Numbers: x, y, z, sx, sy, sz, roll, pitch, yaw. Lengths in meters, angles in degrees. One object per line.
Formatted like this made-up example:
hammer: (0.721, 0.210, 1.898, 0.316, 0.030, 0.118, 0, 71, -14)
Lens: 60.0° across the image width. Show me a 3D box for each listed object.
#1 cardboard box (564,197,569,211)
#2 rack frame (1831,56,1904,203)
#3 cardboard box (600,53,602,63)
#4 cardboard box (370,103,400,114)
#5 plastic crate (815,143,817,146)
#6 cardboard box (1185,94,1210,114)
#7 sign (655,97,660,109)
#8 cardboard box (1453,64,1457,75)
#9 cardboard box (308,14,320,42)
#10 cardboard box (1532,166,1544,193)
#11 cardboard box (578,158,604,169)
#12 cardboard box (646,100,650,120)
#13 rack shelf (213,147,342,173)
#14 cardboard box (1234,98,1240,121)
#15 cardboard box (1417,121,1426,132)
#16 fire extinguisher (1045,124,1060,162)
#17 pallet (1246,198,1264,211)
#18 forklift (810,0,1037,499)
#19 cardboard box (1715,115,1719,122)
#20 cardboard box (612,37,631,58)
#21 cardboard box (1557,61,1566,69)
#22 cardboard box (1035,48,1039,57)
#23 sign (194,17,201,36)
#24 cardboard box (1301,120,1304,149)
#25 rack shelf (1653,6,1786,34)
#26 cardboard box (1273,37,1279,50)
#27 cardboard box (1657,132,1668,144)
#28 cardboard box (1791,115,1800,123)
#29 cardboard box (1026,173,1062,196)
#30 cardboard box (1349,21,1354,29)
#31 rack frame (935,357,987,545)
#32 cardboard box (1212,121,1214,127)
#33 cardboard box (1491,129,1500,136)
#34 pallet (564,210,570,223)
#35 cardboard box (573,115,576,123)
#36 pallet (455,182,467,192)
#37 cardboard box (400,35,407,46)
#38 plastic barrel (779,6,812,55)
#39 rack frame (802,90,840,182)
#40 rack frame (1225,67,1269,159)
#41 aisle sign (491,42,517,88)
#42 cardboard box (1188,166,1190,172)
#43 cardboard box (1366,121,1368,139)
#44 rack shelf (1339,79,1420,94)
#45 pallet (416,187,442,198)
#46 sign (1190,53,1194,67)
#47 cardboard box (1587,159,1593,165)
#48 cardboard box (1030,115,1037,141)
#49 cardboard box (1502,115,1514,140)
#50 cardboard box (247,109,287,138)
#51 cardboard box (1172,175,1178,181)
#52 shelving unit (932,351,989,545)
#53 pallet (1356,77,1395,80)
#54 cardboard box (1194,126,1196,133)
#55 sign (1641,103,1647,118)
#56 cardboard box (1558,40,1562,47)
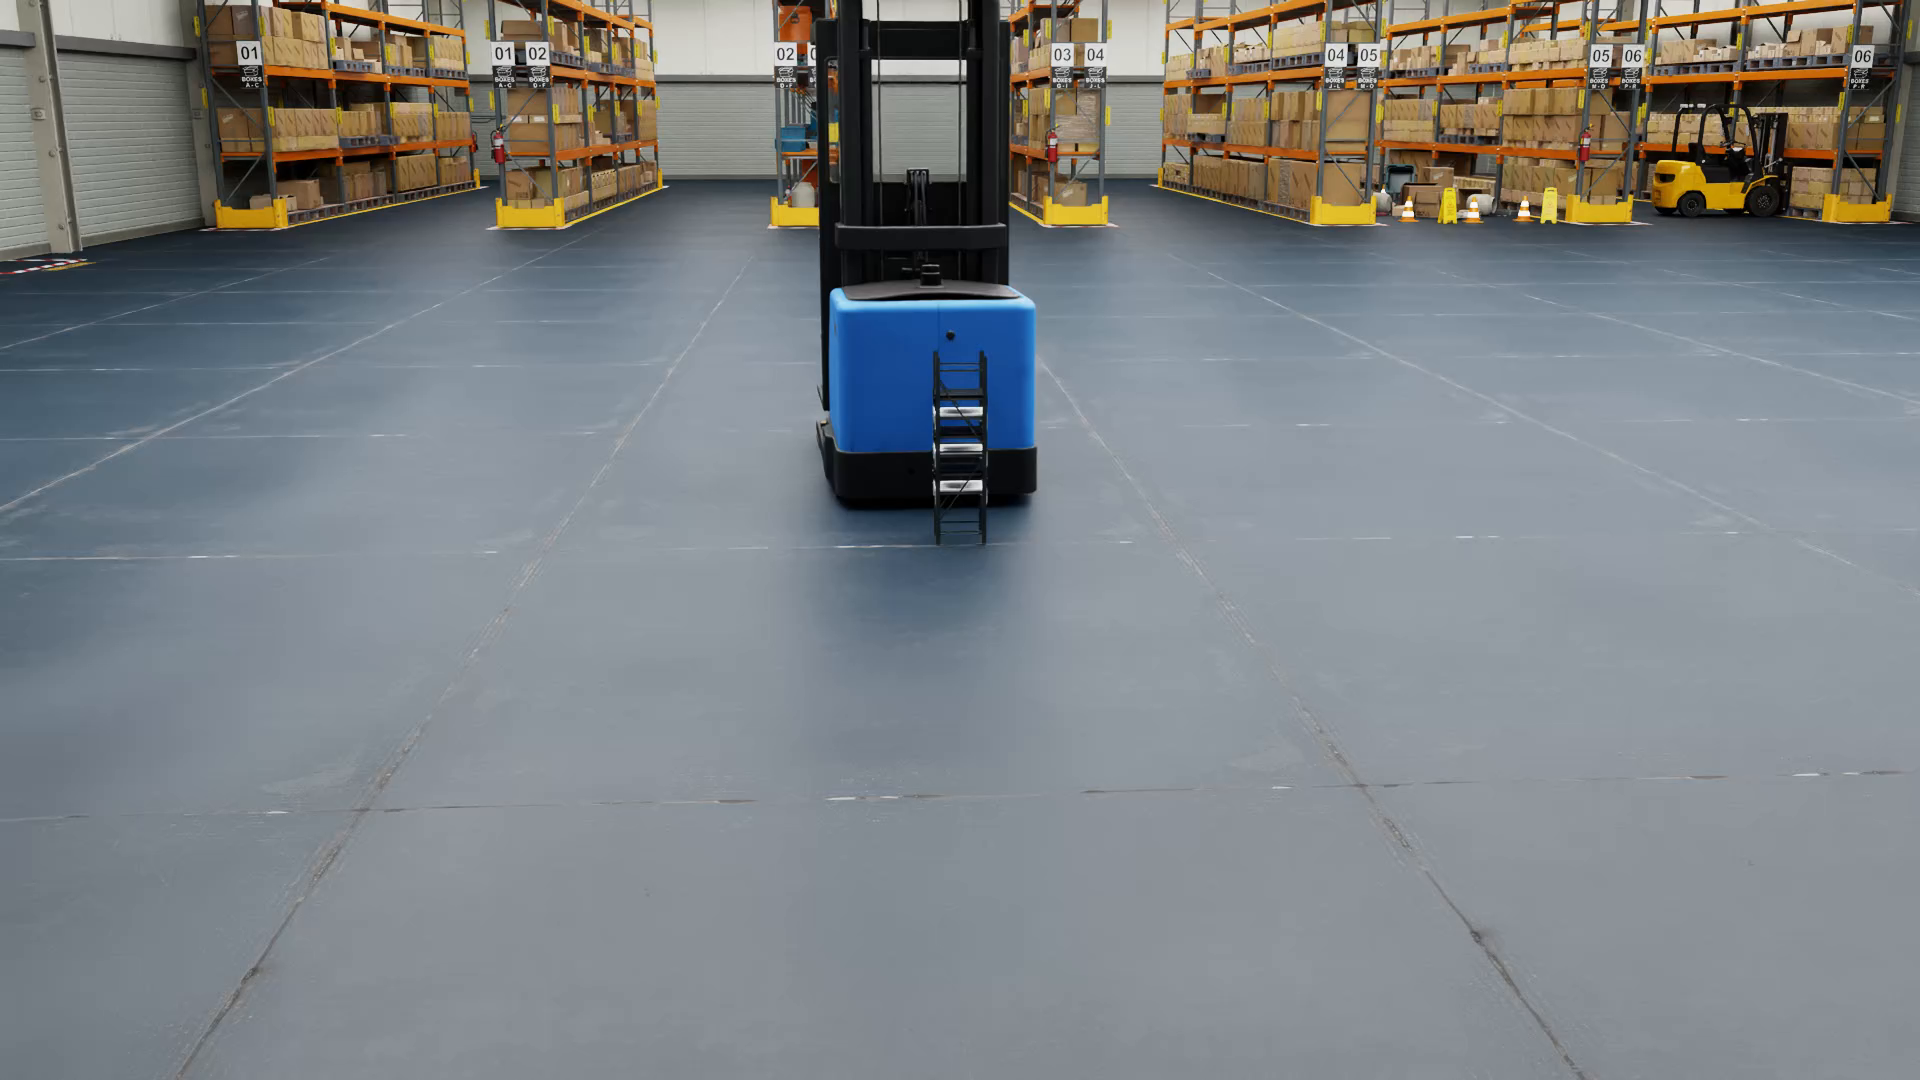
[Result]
cardboard box: (-7.597, -6.261, 31.015, 0.500, 0.250, 0.500, -1, 14, -3)
rack frame: (16.982, -7.510, 31.197, 1.000, 3.000, 0.127, -1, 14, -3)
cardboard box: (-8.162, -10.589, 36.600, 0.500, 0.250, 0.500, -2, 15, -8)
cardboard box: (-12.963, -9.729, 37.478, 0.500, 0.250, 0.500, -1, 14, -2)
plastic crate: (-2.541, -7.303, 30.920, 0.298, 0.136, 0.250, -1, 14, -3)
cardboard box: (6.051, -11.105, 42.364, 0.500, 0.500, 0.500, -1, 14, -5)
sign: (-8.187, -11.824, 45.006, 0.100, 0.325, 0.005, -1, 14, -3)
cardboard box: (11.398, -10.666, 37.709, 0.396, 0.266, 0.258, -1, 14, -3)
cardboard box: (-12.596, -9.783, 31.762, 0.500, 0.500, 0.500, 0, 14, 0)
cardboard box: (11.658, -7.118, 32.843, 0.500, 0.500, 0.500, -1, 14, -5)
cardboard box: (-8.546, -8.726, 38.550, 0.500, 0.250, 0.500, 0, 14, -1)
cardboard box: (-8.339, -11.151, 43.139, 0.500, 0.500, 0.500, 0, 14, -2)
rack shelf: (-12.819, -7.199, 31.432, 1.077, 0.370, 4.000, -1, 14, -3)
cardboard box: (6.616, -9.742, 37.662, 0.700, 0.500, 0.500, -1, 14, -4)
cardboard box: (11.213, -9.836, 39.533, 0.500, 0.250, 0.500, -1, 14, -5)
fire extinguisher: (1.684, -7.207, 30.172, 0.296, 0.674, 0.183, -1, 14, -3)
pallet: (6.723, -7.166, 35.456, 1.003, 0.211, 1.213, -1, 14, -3)
forklift: (-0.293, -1.949, 9.721, 1.130, 2.935, 3.031, -2, 15, -7)
cardboard box: (16.494, -9.075, 35.775, 0.380, 0.149, 0.250, -1, 14, -3)
cardboard box: (-8.563, -12.218, 41.266, 0.700, 0.500, 0.500, -1, 14, -3)
cardboard box: (11.684, -9.102, 31.865, 0.380, 0.149, 0.250, -1, 14, -4)
cardboard box: (1.669, -9.501, 32.415, 0.380, 0.149, 0.250, -1, 14, -4)
sign: (-13.250, -8.928, 28.911, 0.100, 0.325, 0.005, -1, 14, -3)
cardboard box: (7.060, -7.773, 31.917, 0.875, 0.550, 0.550, -1, 14, -3)
rack shelf: (16.610, -11.366, 36.388, 1.077, 0.370, 4.000, -1, 14, -3)
cardboard box: (6.596, -9.976, 33.420, 0.500, 0.250, 0.500, -1, 14, -3)
cardboard box: (16.296, -9.188, 38.018, 0.500, 0.250, 0.500, -1, 14, -5)
cardboard box: (16.577, -8.274, 32.660, 0.380, 0.149, 0.250, -1, 14, -3)
cardboard box: (1.826, -7.688, 36.021, 0.700, 0.500, 0.500, -2, 15, -8)
cardboard box: (7.376, -9.451, 30.578, 0.380, 0.149, 0.250, -1, 14, -3)
rack frame: (0.006, -0.413, 7.824, 0.240, 0.900, 0.006, -1, 14, -3)
cardboard box: (6.094, -9.729, 38.883, 0.380, 0.149, 0.250, 0, 14, -1)
cardboard box: (11.472, -8.633, 35.221, 0.380, 0.149, 0.250, -1, 14, -3)
pallet: (-7.840, -5.967, 30.794, 1.003, 0.211, 1.213, -1, 14, -3)
cardboard box: (-7.719, -8.229, 32.487, 0.380, 0.149, 0.250, -1, 14, -4)
pallet: (-13.486, -9.179, 43.277, 1.003, 0.211, 1.213, -1, 14, -3)
cardboard box: (-13.515, -11.891, 39.615, 0.500, 0.250, 0.500, 0, 14, 1)
plastic barrel: (-2.964, -9.186, 29.986, 0.600, 0.830, 0.708, -1, 14, -3)
rack frame: (-3.798, -11.183, 45.469, 1.000, 3.000, 0.127, -1, 14, -3)
rack frame: (6.598, -9.321, 38.233, 1.000, 3.000, 0.127, -1, 14, -3)
aisle sign: (-8.040, -8.366, 29.305, 0.394, 0.787, 0.004, -1, 14, -3)
cardboard box: (6.068, -9.511, 42.657, 0.380, 0.149, 0.250, 0, 14, -2)
cardboard box: (10.917, -10.830, 43.897, 0.500, 0.500, 0.500, -1, 14, -4)
rack shelf: (11.160, -12.019, 44.143, 1.077, 0.370, 4.000, -1, 14, -3)
pallet: (-13.315, -8.494, 40.614, 1.003, 0.211, 1.213, -1, 14, -3)
sign: (5.809, -12.008, 41.621, 0.100, 0.325, 0.005, -1, 14, -3)
cardboard box: (16.116, -9.577, 42.101, 0.380, 0.149, 0.250, -2, 15, -6)
cardboard box: (1.851, -8.229, 33.193, 0.875, 0.500, 0.500, -1, 14, -3)
cardboard box: (11.529, -8.506, 34.270, 0.500, 0.500, 0.500, -1, 14, -4)
cardboard box: (-12.424, -7.474, 29.811, 0.500, 0.500, 0.500, -1, 14, -3)
cardboard box: (5.881, -9.682, 44.515, 0.380, 0.149, 0.250, -2, 15, -6)
shelving unit: (0.000, -0.438, 7.922, 0.258, 0.900, 0.210, -1, 14, -3)
pallet: (11.171, -12.333, 44.099, 1.003, 0.211, 1.213, -1, 14, -3)
cardboard box: (5.964, -10.099, 40.918, 0.380, 0.149, 0.250, -1, 14, -3)
sign: (15.945, -10.012, 38.753, 0.100, 0.325, 0.005, -1, 14, -3)
cardboard box: (11.738, -9.548, 31.999, 0.380, 0.149, 0.250, -1, 14, -5)
